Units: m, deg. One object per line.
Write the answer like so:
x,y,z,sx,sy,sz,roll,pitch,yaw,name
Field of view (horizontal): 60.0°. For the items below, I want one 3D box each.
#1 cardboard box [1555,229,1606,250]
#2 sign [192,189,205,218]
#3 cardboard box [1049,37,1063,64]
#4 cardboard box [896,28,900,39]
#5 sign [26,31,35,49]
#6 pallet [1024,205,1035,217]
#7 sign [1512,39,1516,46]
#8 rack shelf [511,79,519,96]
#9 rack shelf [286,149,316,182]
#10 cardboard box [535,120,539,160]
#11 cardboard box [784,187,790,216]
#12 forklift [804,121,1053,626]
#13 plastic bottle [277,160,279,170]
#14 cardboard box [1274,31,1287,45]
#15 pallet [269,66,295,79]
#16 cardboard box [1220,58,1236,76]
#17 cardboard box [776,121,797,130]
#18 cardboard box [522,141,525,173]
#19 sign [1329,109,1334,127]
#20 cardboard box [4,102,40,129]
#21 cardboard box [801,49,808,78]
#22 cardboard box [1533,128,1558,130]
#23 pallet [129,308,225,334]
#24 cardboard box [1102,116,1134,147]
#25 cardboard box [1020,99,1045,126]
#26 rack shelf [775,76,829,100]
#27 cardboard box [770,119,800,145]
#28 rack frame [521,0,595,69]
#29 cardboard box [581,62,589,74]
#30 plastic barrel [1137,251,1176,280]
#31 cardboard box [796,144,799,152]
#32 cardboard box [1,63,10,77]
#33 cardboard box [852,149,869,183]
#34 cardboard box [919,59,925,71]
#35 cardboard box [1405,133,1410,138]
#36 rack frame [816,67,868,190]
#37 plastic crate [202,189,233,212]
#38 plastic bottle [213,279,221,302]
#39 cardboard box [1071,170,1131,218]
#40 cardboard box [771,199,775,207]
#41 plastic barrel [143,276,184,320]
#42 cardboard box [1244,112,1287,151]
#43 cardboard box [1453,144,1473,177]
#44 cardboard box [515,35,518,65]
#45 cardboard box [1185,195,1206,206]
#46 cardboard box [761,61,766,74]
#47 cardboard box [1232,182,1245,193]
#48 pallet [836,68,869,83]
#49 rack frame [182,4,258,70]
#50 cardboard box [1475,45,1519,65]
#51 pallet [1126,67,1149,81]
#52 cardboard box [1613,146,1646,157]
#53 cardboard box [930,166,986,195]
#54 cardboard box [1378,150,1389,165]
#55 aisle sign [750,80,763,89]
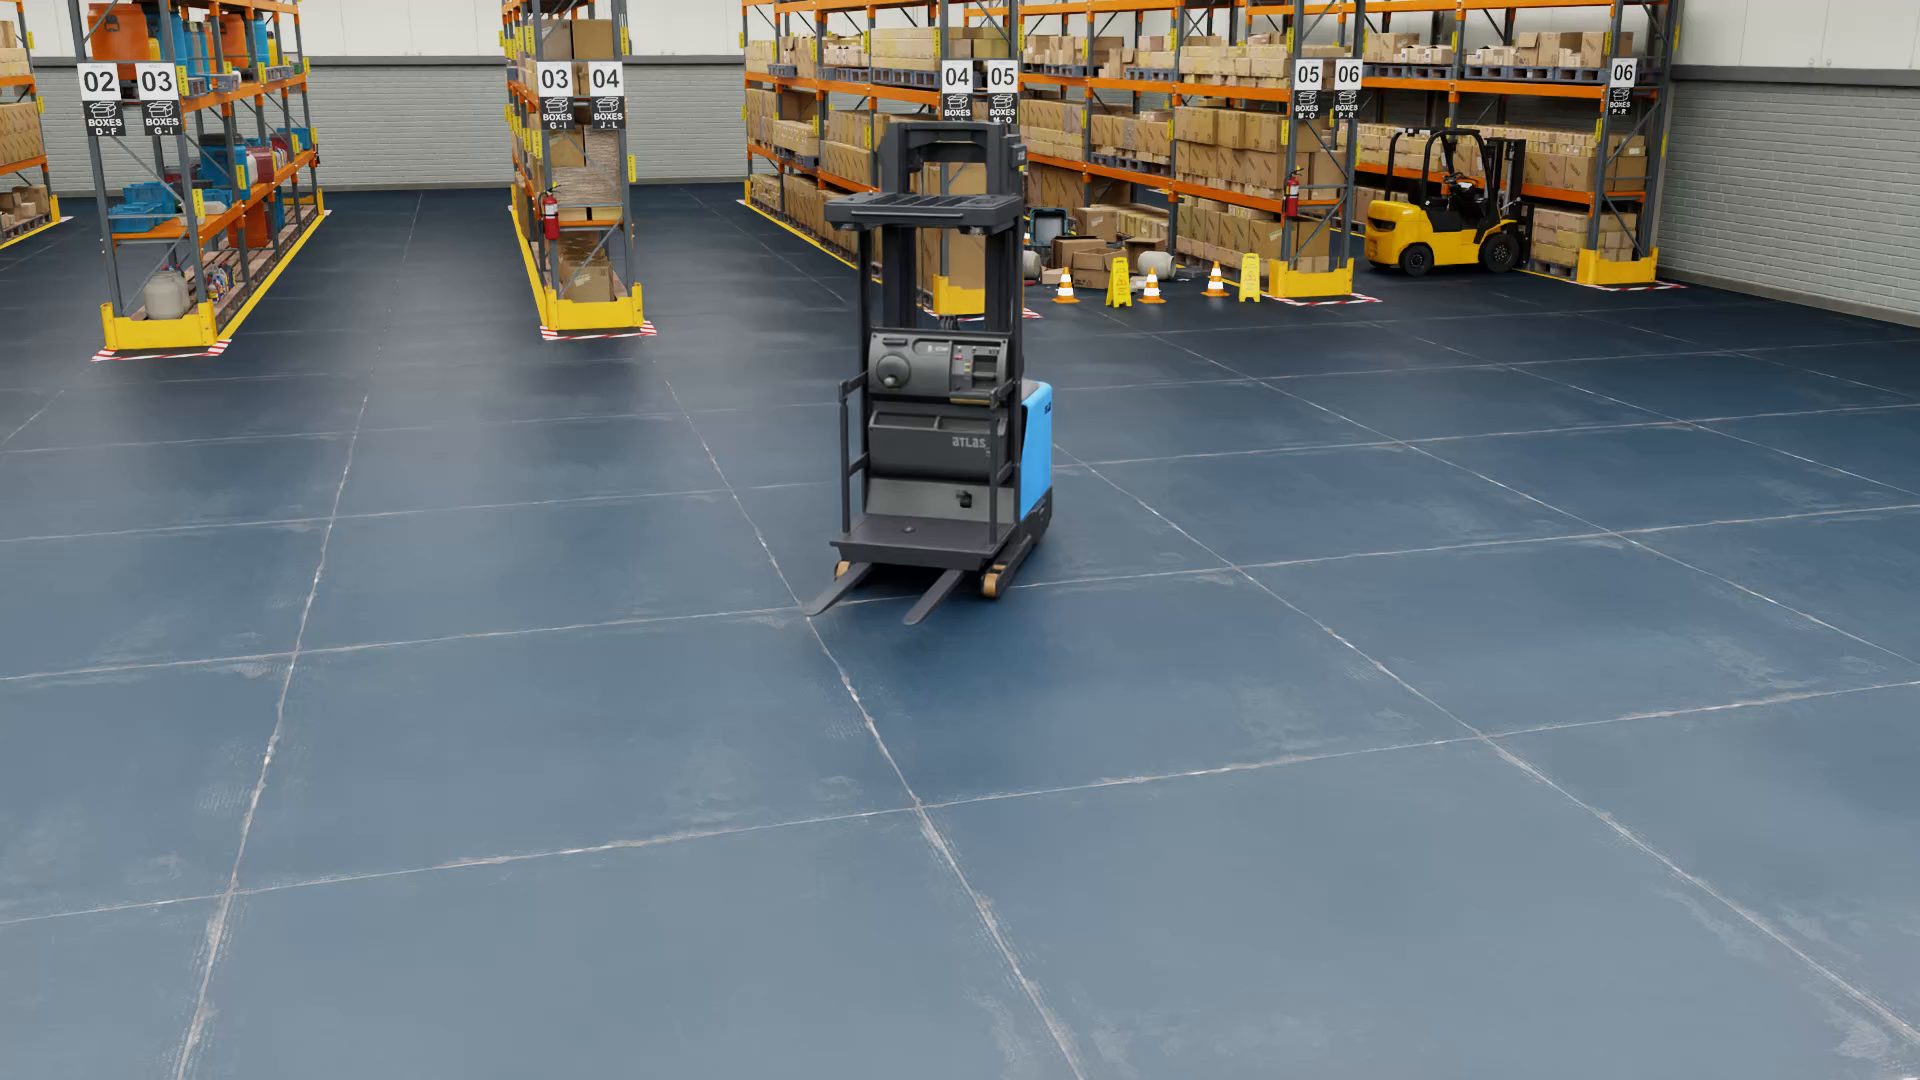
9.306,-4.515,24.948,0.500,0.250,0.500,-5,17,-16,cardboard box
-8.792,-3.887,19.198,0.100,0.325,0.005,-5,17,-15,sign
2.007,-9.251,31.416,0.500,0.500,0.500,-5,17,-15,cardboard box
-0.671,-6.973,22.886,0.380,0.149,0.250,-5,17,-16,cardboard box
-17.944,-9.647,32.099,0.100,0.325,0.005,-5,17,-15,sign
1.955,-6.664,33.770,1.003,0.211,1.213,-5,17,-15,pallet
9.174,-8.154,27.632,0.100,0.325,0.005,-5,17,-15,sign
-7.308,-7.962,29.281,1.077,0.370,4.000,-5,17,-15,rack shelf
-13.170,-7.240,32.092,1.077,0.370,4.000,-5,17,-15,rack shelf
-5.227,-5.182,21.561,0.500,0.500,0.500,-5,17,-15,cardboard box
-3.113,-6.566,32.212,0.500,0.500,0.500,-4,17,-13,cardboard box
-0.198,-1.149,10.684,1.130,2.935,3.031,4,17,14,forklift
-11.803,-6.481,28.660,0.097,0.201,0.097,0,17,0,plastic bottle
6.697,-10.357,34.298,0.396,0.266,0.258,-5,17,-15,cardboard box
-12.311,-8.169,29.047,1.213,0.211,1.003,-5,17,-15,pallet
4.144,-6.937,24.361,0.500,0.250,0.500,-5,17,-15,cardboard box
-3.312,-7.931,31.814,0.380,0.149,0.250,-4,17,-14,cardboard box
-7.132,-6.482,28.142,0.500,0.500,0.500,-4,17,-14,cardboard box
7.022,-7.965,31.379,0.100,0.325,0.005,-5,17,-15,sign
-18.096,-8.173,32.035,0.500,0.500,0.500,-5,17,-16,cardboard box
-2.513,-8.441,29.450,0.500,0.500,0.500,-5,17,-15,cardboard box
9.340,-6.467,26.450,0.380,0.149,0.250,-5,17,-16,cardboard box
-9.606,-2.619,20.305,1.003,0.211,1.213,-5,17,-15,pallet
2.821,-7.206,29.305,0.500,0.500,0.500,-4,17,-12,cardboard box
1.515,-8.589,33.420,0.500,0.500,0.500,-4,17,-15,cardboard box
-2.511,-8.326,30.494,1.077,0.370,4.000,-5,17,-15,rack shelf
-3.466,-8.089,32.977,0.500,0.500,0.500,-5,17,-15,cardboard box
-5.659,-8.084,23.221,1.000,3.000,0.127,-5,17,-15,rack frame
-4.413,-5.754,20.248,0.380,0.149,0.250,-5,17,-16,cardboard box
2.945,-4.105,24.883,0.512,0.421,0.421,7,18,23,plastic barrel
-2.742,-7.071,29.985,0.380,0.149,0.250,-5,17,-16,cardboard box
-17.690,-8.575,30.332,0.500,0.250,0.500,-5,17,-15,cardboard box
-1.402,-5.885,26.158,0.500,0.500,0.500,-5,17,-16,cardboard box
-0.320,-6.239,21.828,0.380,0.149,0.250,-4,17,-14,cardboard box
8.017,-7.104,29.088,0.380,0.149,0.250,-5,17,-17,cardboard box
-1.962,-6.681,28.980,1.000,3.000,0.127,-5,17,-15,rack frame
-9.856,-4.463,21.854,0.499,0.251,0.616,-5,17,-15,plastic crate
-9.565,-3.212,21.389,0.061,0.283,0.133,-4,17,-14,plastic bottle
2.660,-6.482,31.279,0.875,0.875,0.875,-5,17,-16,cardboard box
-3.622,-6.851,33.772,0.380,0.149,0.250,-5,18,-17,cardboard box
-9.577,-2.898,19.981,0.421,0.512,0.421,0,17,0,plastic barrel
4.486,-5.821,23.689,0.700,0.500,0.500,-5,17,-15,cardboard box
8.512,-6.292,27.511,0.500,0.500,0.500,-5,17,-17,cardboard box
-6.877,-7.890,26.749,0.500,0.500,0.500,-5,17,-15,cardboard box
3.748,-5.324,26.081,0.380,0.149,0.250,-4,17,-14,cardboard box
-3.722,-9.546,33.565,0.500,0.250,0.500,-5,17,-16,cardboard box
4.241,-5.202,24.493,0.380,0.149,0.250,-5,17,-16,cardboard box
-1.424,-7.544,26.968,1.003,0.211,1.213,-4,17,-13,pallet
-11.521,-8.798,25.601,1.000,3.000,0.127,-5,17,-15,rack frame
8.635,-7.781,26.679,0.500,0.311,0.500,-4,17,-14,cardboard box
3.514,-7.806,27.839,1.213,0.211,1.003,-5,17,-15,pallet
9.896,-5.754,24.592,0.380,0.149,0.250,-5,17,-17,cardboard box
0.091,-4.639,21.921,0.875,0.550,0.550,-5,17,-15,cardboard box
7.851,-6.855,29.819,0.500,0.250,0.500,-4,17,-13,cardboard box
-4.469,-10.135,35.961,0.394,0.787,0.004,-5,17,-15,aisle sign
